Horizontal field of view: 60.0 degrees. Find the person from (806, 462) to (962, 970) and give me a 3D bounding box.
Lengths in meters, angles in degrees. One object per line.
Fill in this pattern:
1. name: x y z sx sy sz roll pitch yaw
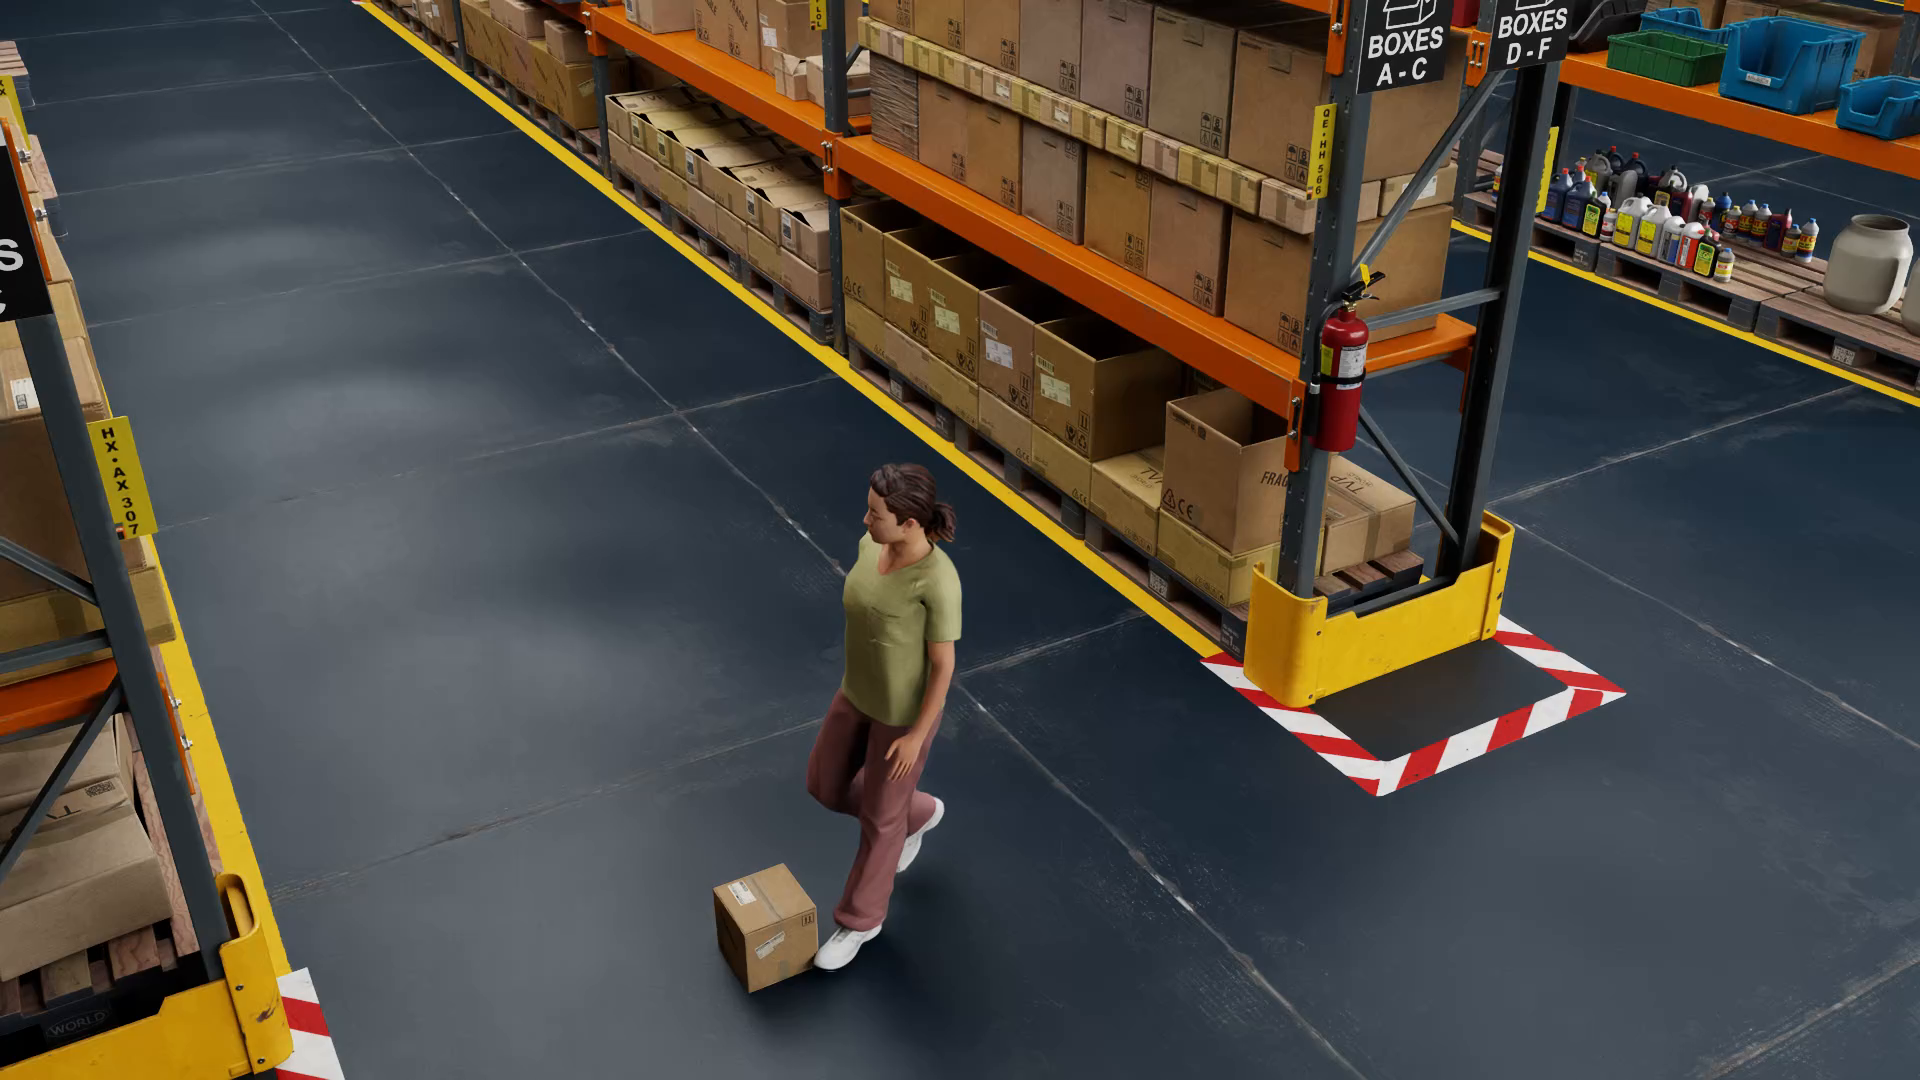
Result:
1. person: -0.256 0.533 5.165 0.668 1.656 0.496 -24 37 -36
